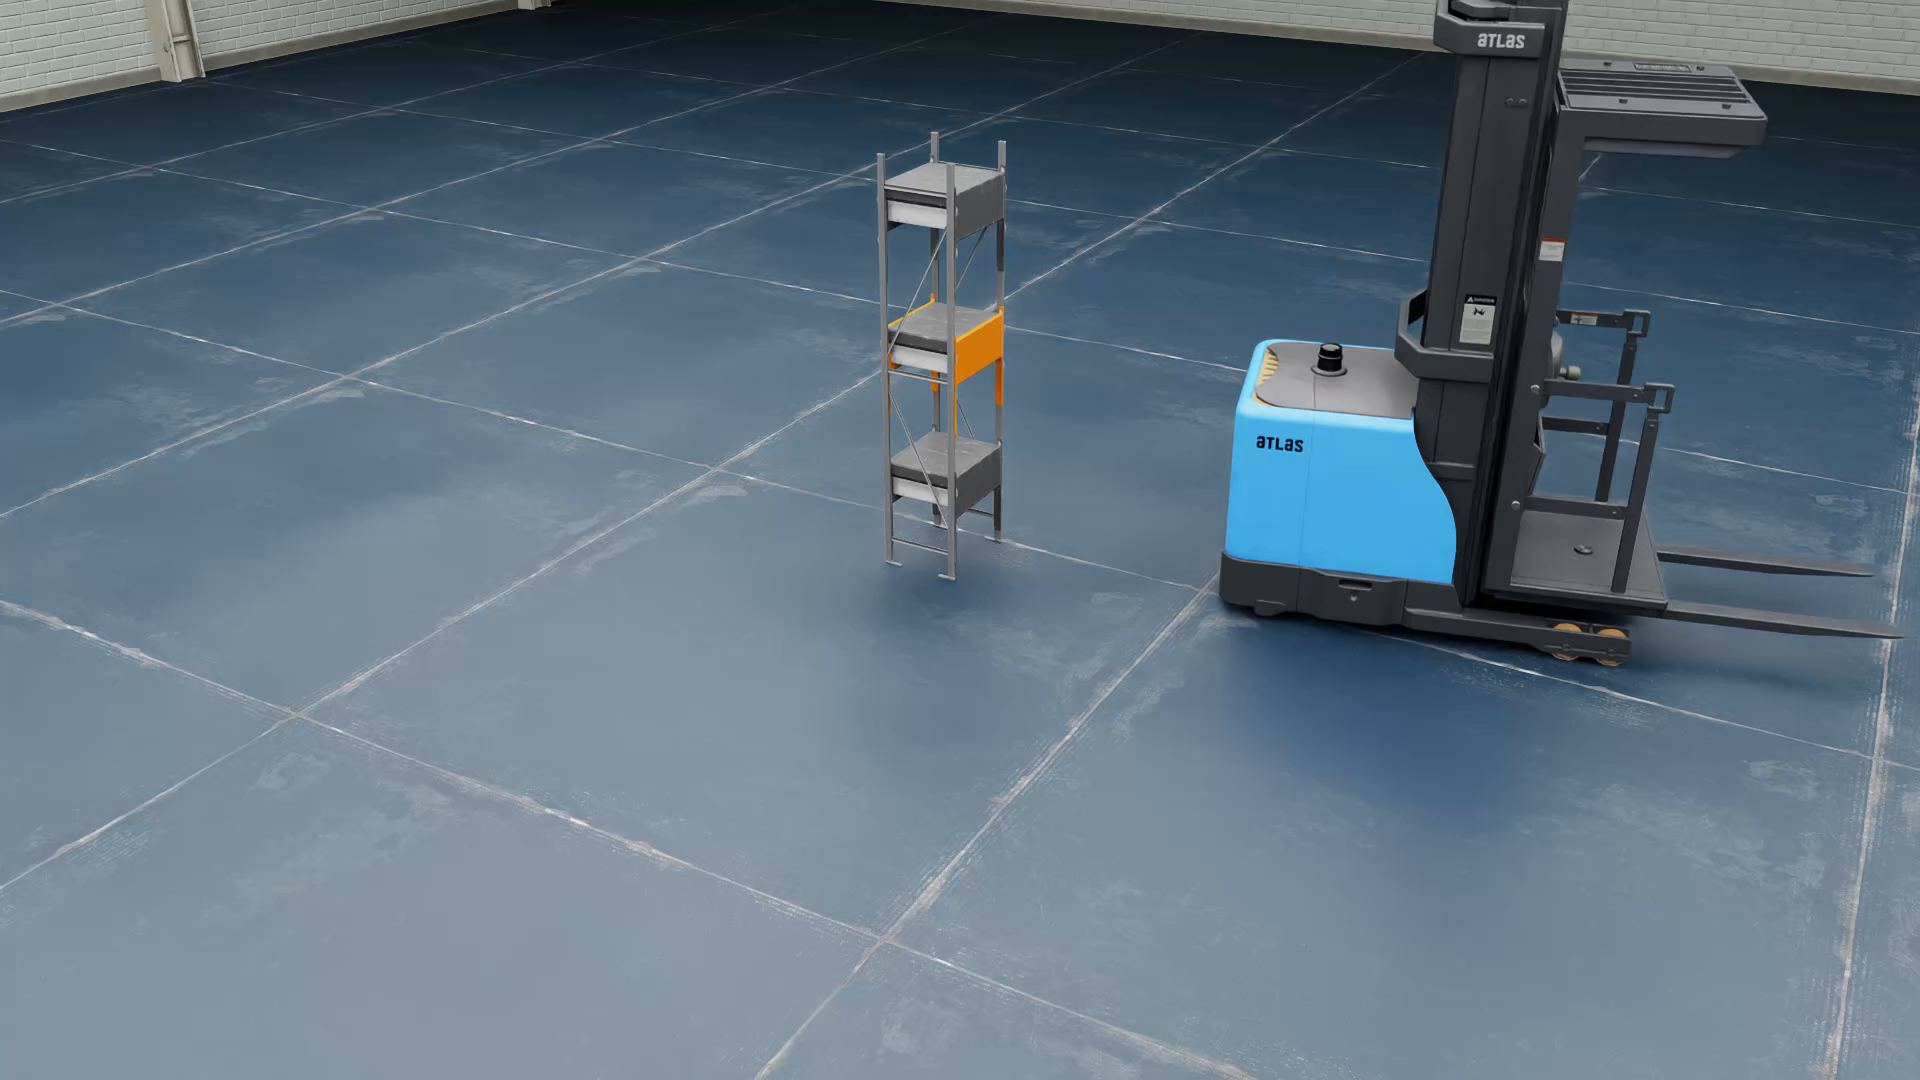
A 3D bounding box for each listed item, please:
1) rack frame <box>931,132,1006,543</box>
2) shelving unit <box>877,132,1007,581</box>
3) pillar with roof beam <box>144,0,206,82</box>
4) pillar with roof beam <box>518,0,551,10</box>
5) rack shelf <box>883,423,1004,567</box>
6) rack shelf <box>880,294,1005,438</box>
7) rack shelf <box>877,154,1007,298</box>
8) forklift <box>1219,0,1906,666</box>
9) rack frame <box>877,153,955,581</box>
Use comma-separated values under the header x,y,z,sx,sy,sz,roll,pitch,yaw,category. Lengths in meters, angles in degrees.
x,y,z,sx,sy,sz,roll,pitch,yaw,category
0.039,-0.970,8.341,0.400,2.100,0.015,14,30,26,rack frame
-0.081,-0.874,8.151,0.431,2.100,0.503,14,30,26,shelving unit
-5.433,-8.536,15.749,9.100,9.000,0.400,14,30,26,pillar with roof beam
-2.482,-10.874,20.420,9.100,9.000,0.400,14,30,26,pillar with roof beam
-0.081,-0.236,8.471,0.431,0.518,0.480,14,30,26,rack shelf
-0.081,-0.862,8.157,0.431,0.518,0.480,14,30,26,rack shelf
-0.081,-1.488,7.844,0.431,0.518,0.480,14,30,26,rack shelf
2.830,-1.000,7.473,3.031,2.935,1.130,7,27,13,forklift
-0.201,-0.779,7.961,0.400,2.100,0.015,14,30,26,rack frame
